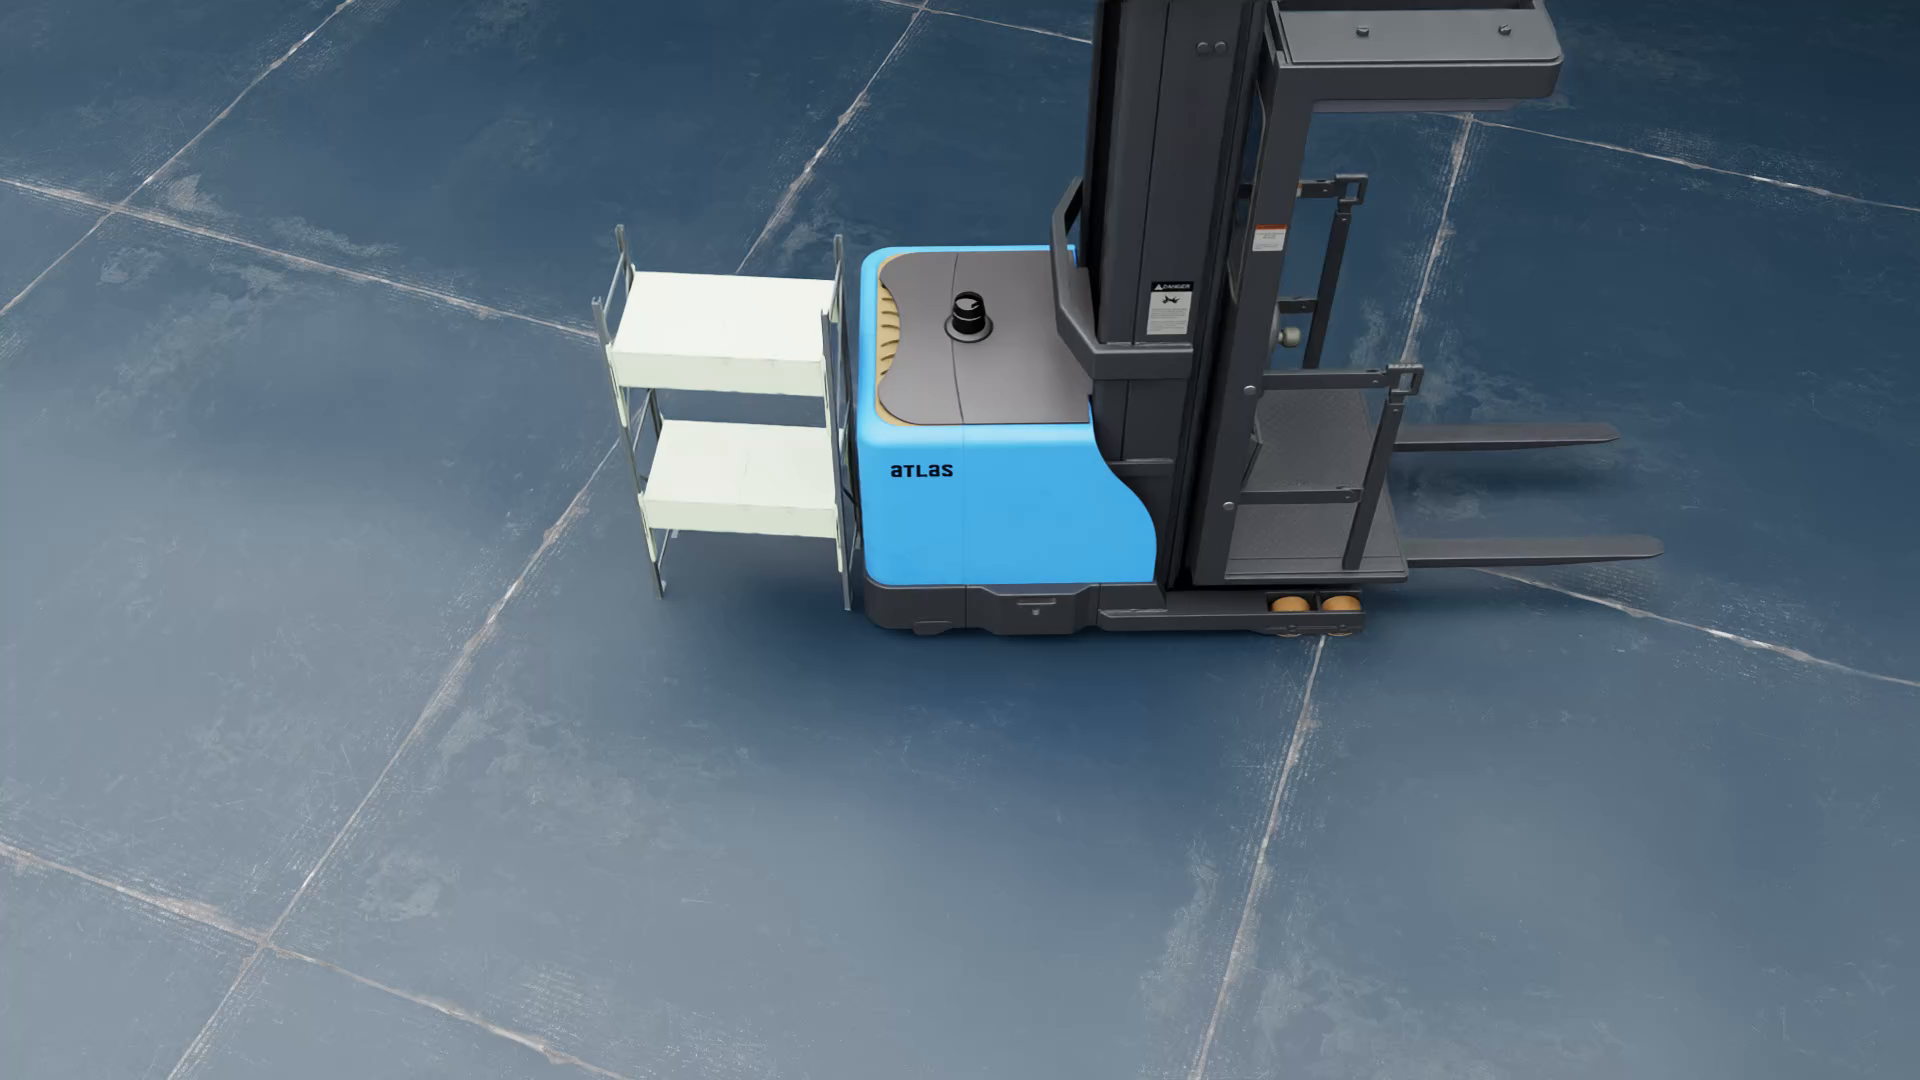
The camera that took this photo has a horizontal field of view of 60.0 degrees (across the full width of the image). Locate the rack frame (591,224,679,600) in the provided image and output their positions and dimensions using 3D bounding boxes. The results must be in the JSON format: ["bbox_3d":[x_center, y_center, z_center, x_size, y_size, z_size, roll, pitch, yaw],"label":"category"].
[{"bbox_3d":[-1.146,-0.409,5.979,0.023,1.500,0.400,3,49,3],"label":"rack frame"}]

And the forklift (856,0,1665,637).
[{"bbox_3d":[1.146,-0.996,5.541,3.031,2.935,1.130,-1,49,-1],"label":"forklift"}]

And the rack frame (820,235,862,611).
[{"bbox_3d":[-0.416,-0.370,5.944,0.023,1.500,0.400,3,49,3],"label":"rack frame"}]

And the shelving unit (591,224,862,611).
[{"bbox_3d":[-0.781,-0.390,5.962,0.755,1.500,0.431,3,49,3],"label":"shelving unit"}]

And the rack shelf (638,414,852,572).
[{"bbox_3d":[-0.781,-0.176,6.208,0.720,0.370,0.431,3,49,3],"label":"rack shelf"}]

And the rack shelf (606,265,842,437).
[{"bbox_3d":[-0.781,-0.645,5.667,0.720,0.370,0.431,3,49,3],"label":"rack shelf"}]
